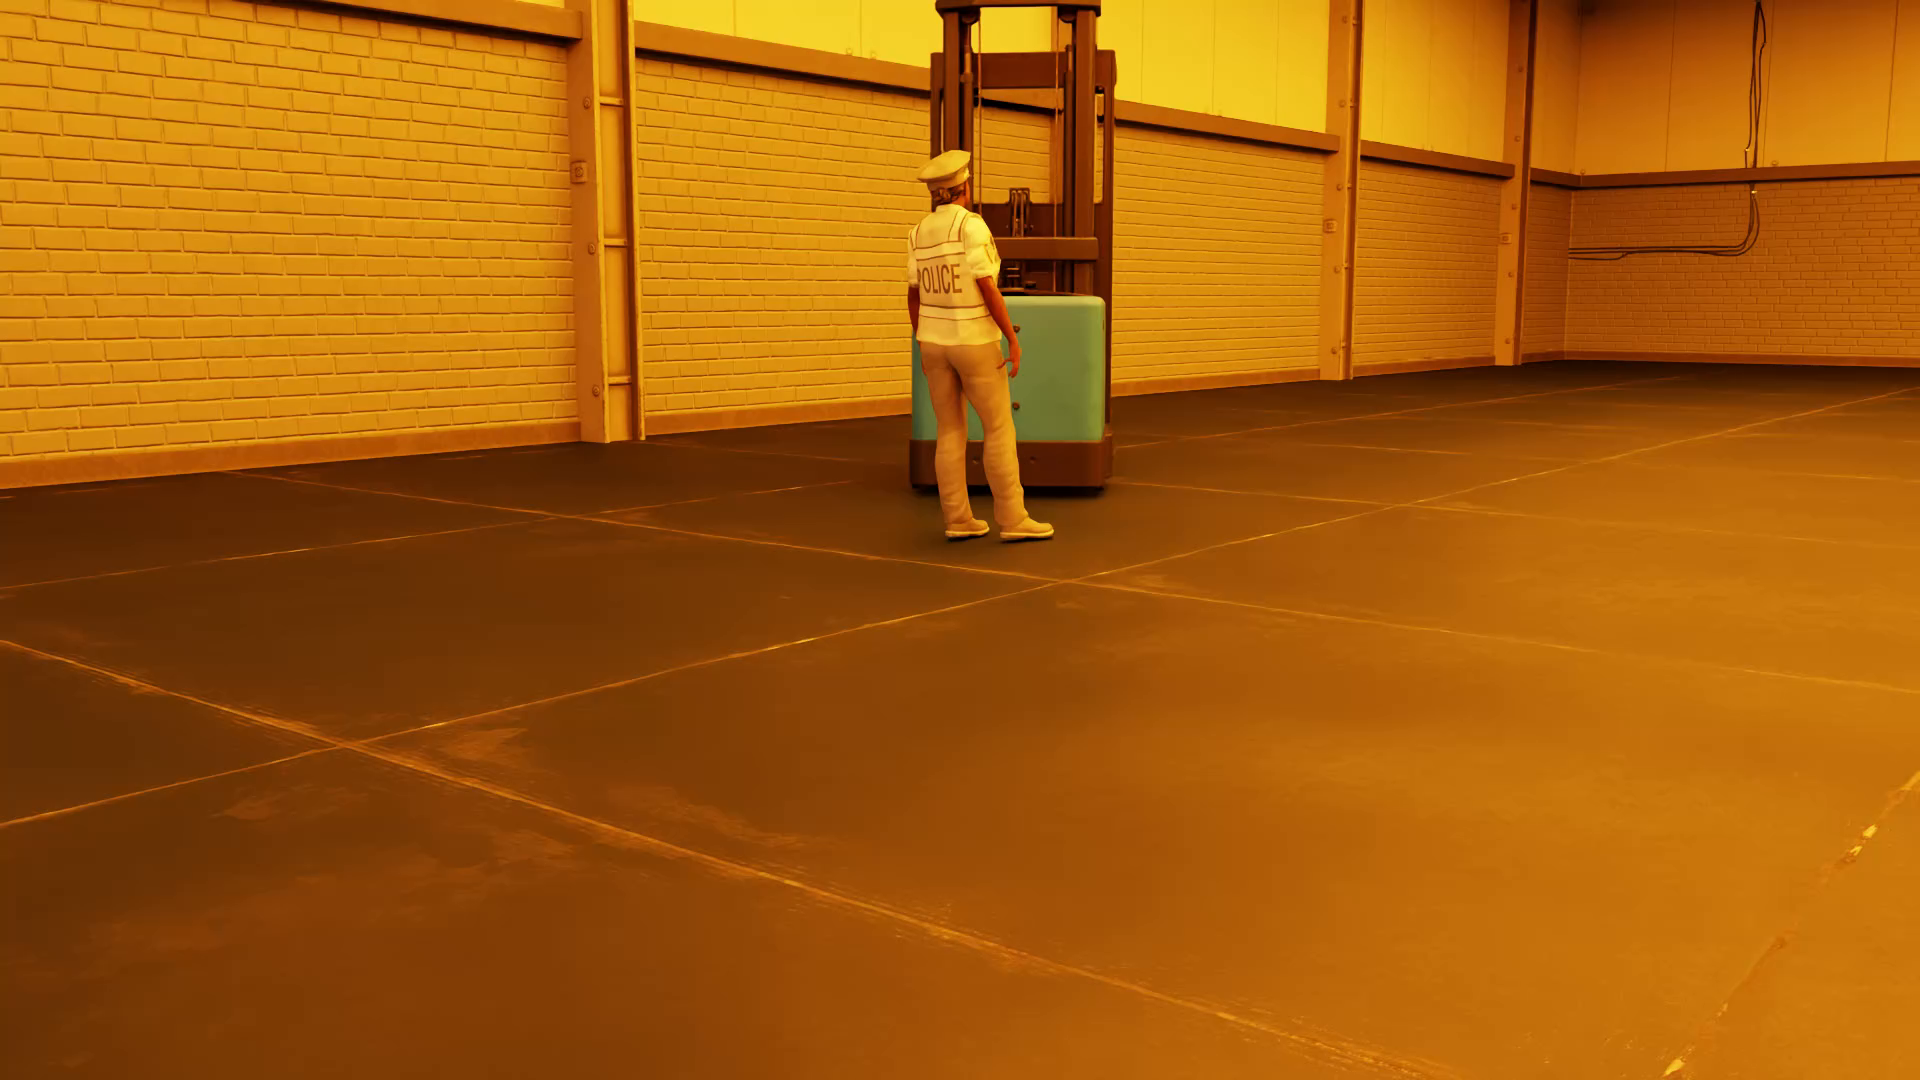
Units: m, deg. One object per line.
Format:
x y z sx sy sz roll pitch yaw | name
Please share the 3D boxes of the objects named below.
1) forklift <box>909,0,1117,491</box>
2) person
0.395 -1.886 10.170 1.130 2.935 3.031 1 8 6 | forklift
0.062 -0.852 7.326 0.569 1.694 0.530 7 11 38 | person
